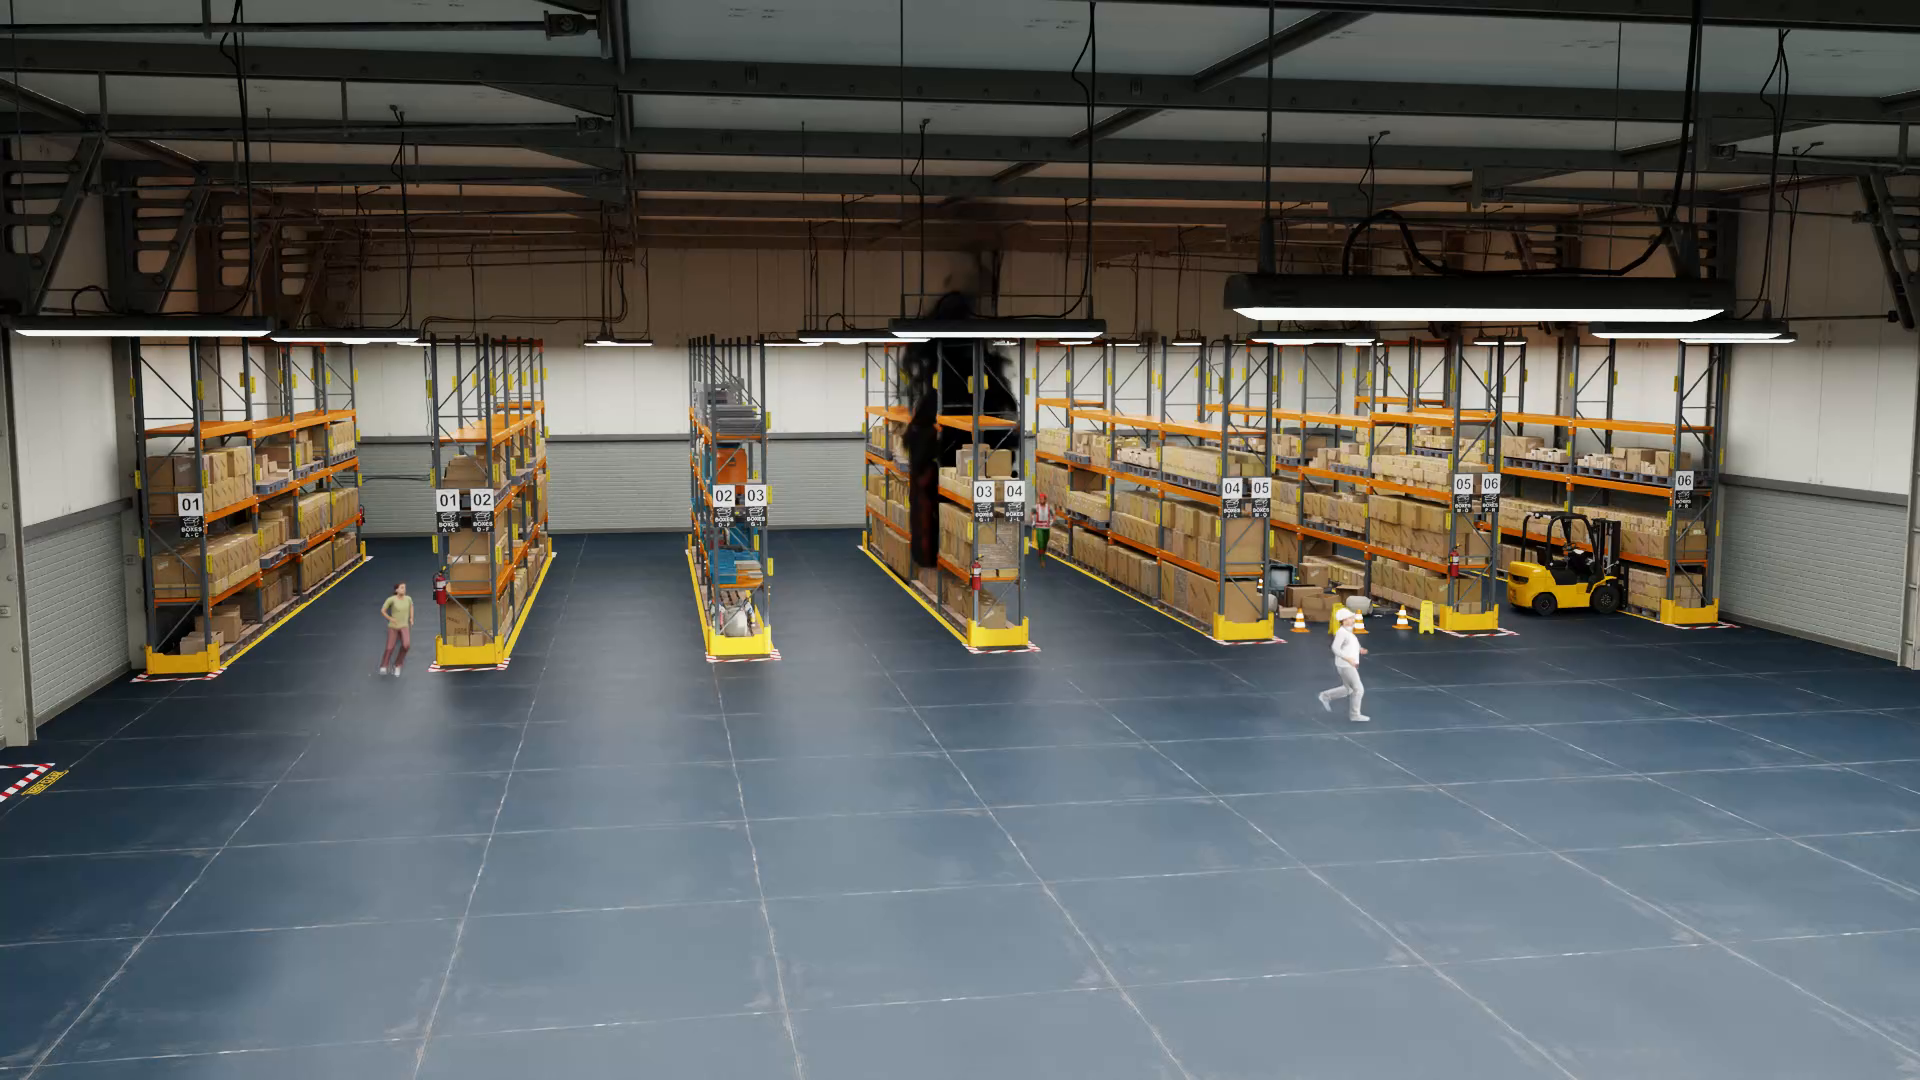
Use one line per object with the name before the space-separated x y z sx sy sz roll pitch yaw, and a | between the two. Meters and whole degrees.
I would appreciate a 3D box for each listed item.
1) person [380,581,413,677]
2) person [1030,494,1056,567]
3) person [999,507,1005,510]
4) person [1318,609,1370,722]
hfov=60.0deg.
person | -9.901 1.602 29.364 0.641 1.570 0.673 -5 8 -37
person | 2.114 -0.272 42.141 0.652 1.837 0.804 -1 7 -6
person | 0.967 -0.669 48.904 0.740 1.625 0.691 1 7 11
person | 5.941 1.924 25.686 0.803 1.739 0.664 2 7 18
